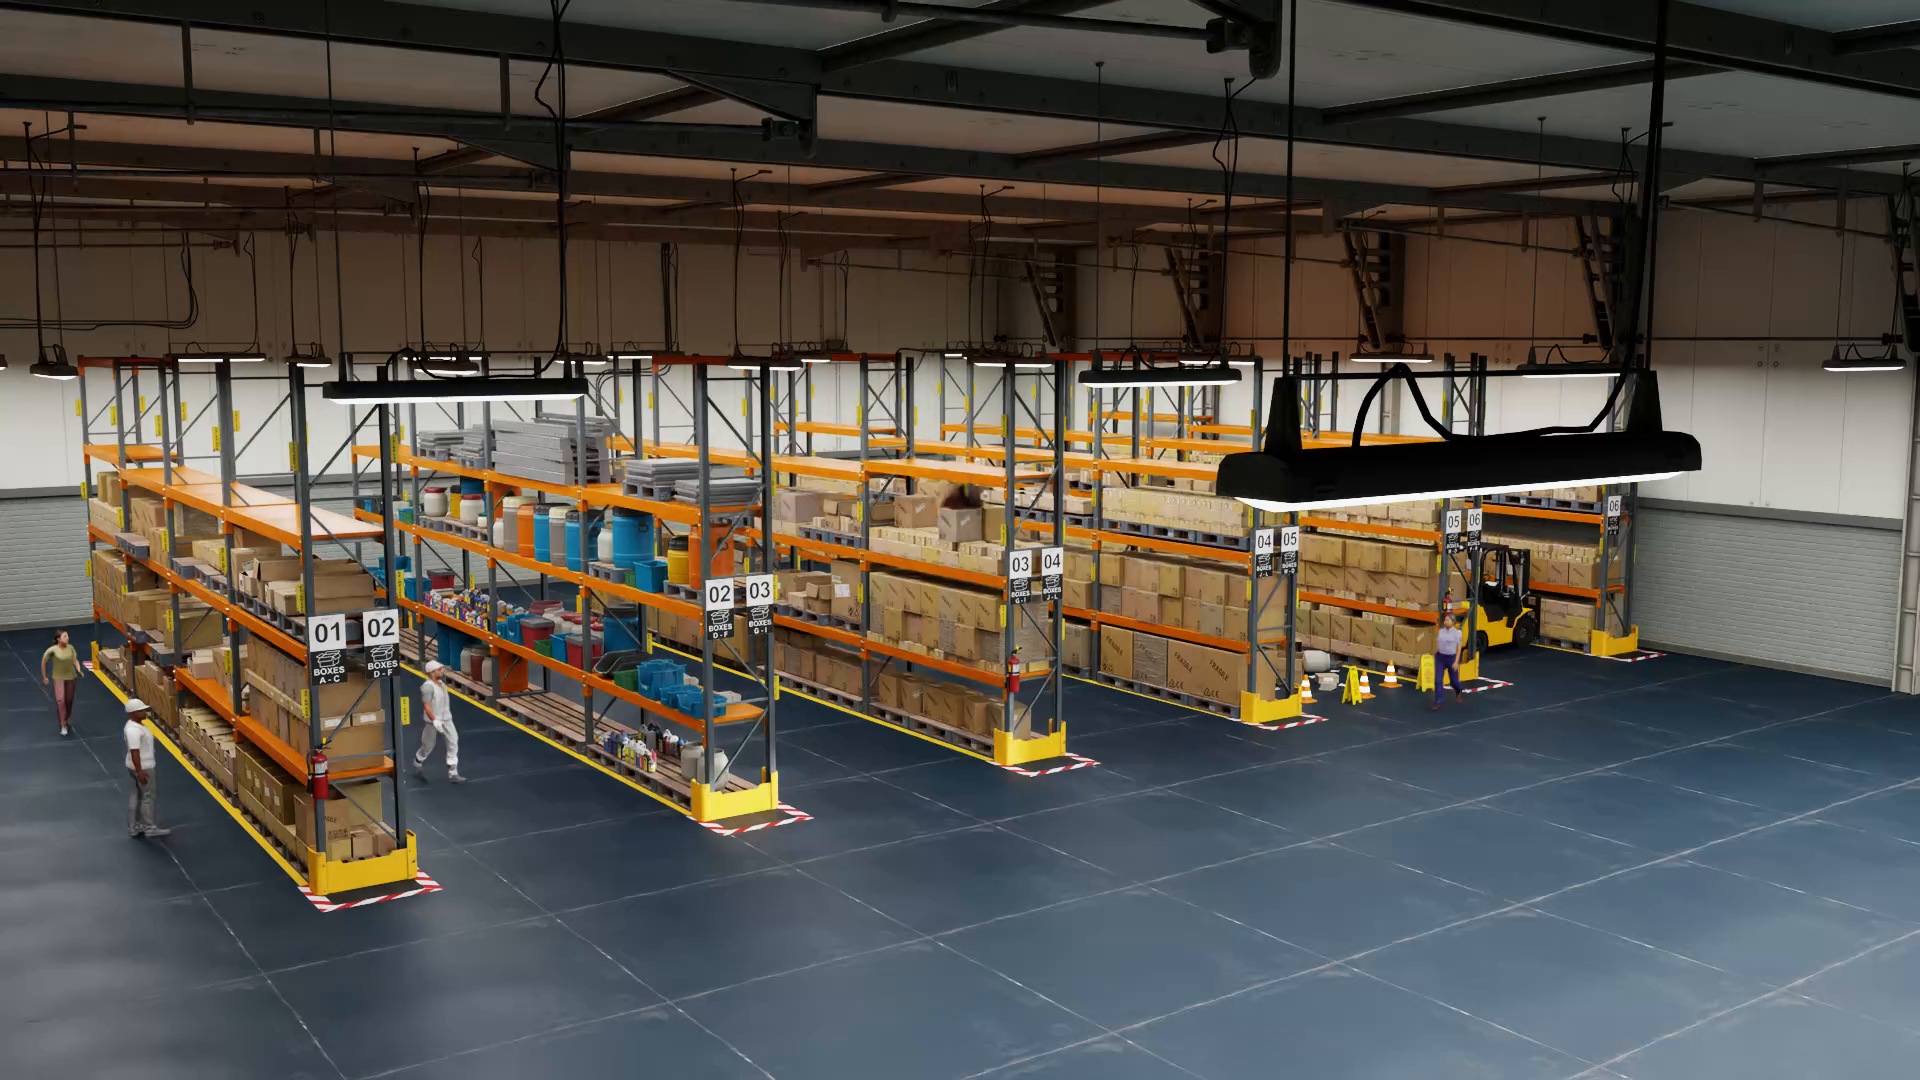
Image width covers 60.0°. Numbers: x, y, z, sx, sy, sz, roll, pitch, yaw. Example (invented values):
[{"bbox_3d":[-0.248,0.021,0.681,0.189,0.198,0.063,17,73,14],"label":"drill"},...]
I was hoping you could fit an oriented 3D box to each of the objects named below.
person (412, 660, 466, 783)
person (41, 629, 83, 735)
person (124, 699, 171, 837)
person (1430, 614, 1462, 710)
[{"bbox_3d":[-7.509,2.592,23.809,1.016,1.749,0.485,6,9,43],"label":"person"},{"bbox_3d":[-14.557,2.275,26.969,0.571,1.672,0.932,-5,8,-34],"label":"person"},{"bbox_3d":[-10.421,2.890,21.209,0.475,1.772,0.579,-7,10,-44],"label":"person"},{"bbox_3d":[8.360,2.070,28.472,0.459,1.631,0.719,4,8,31],"label":"person"}]
